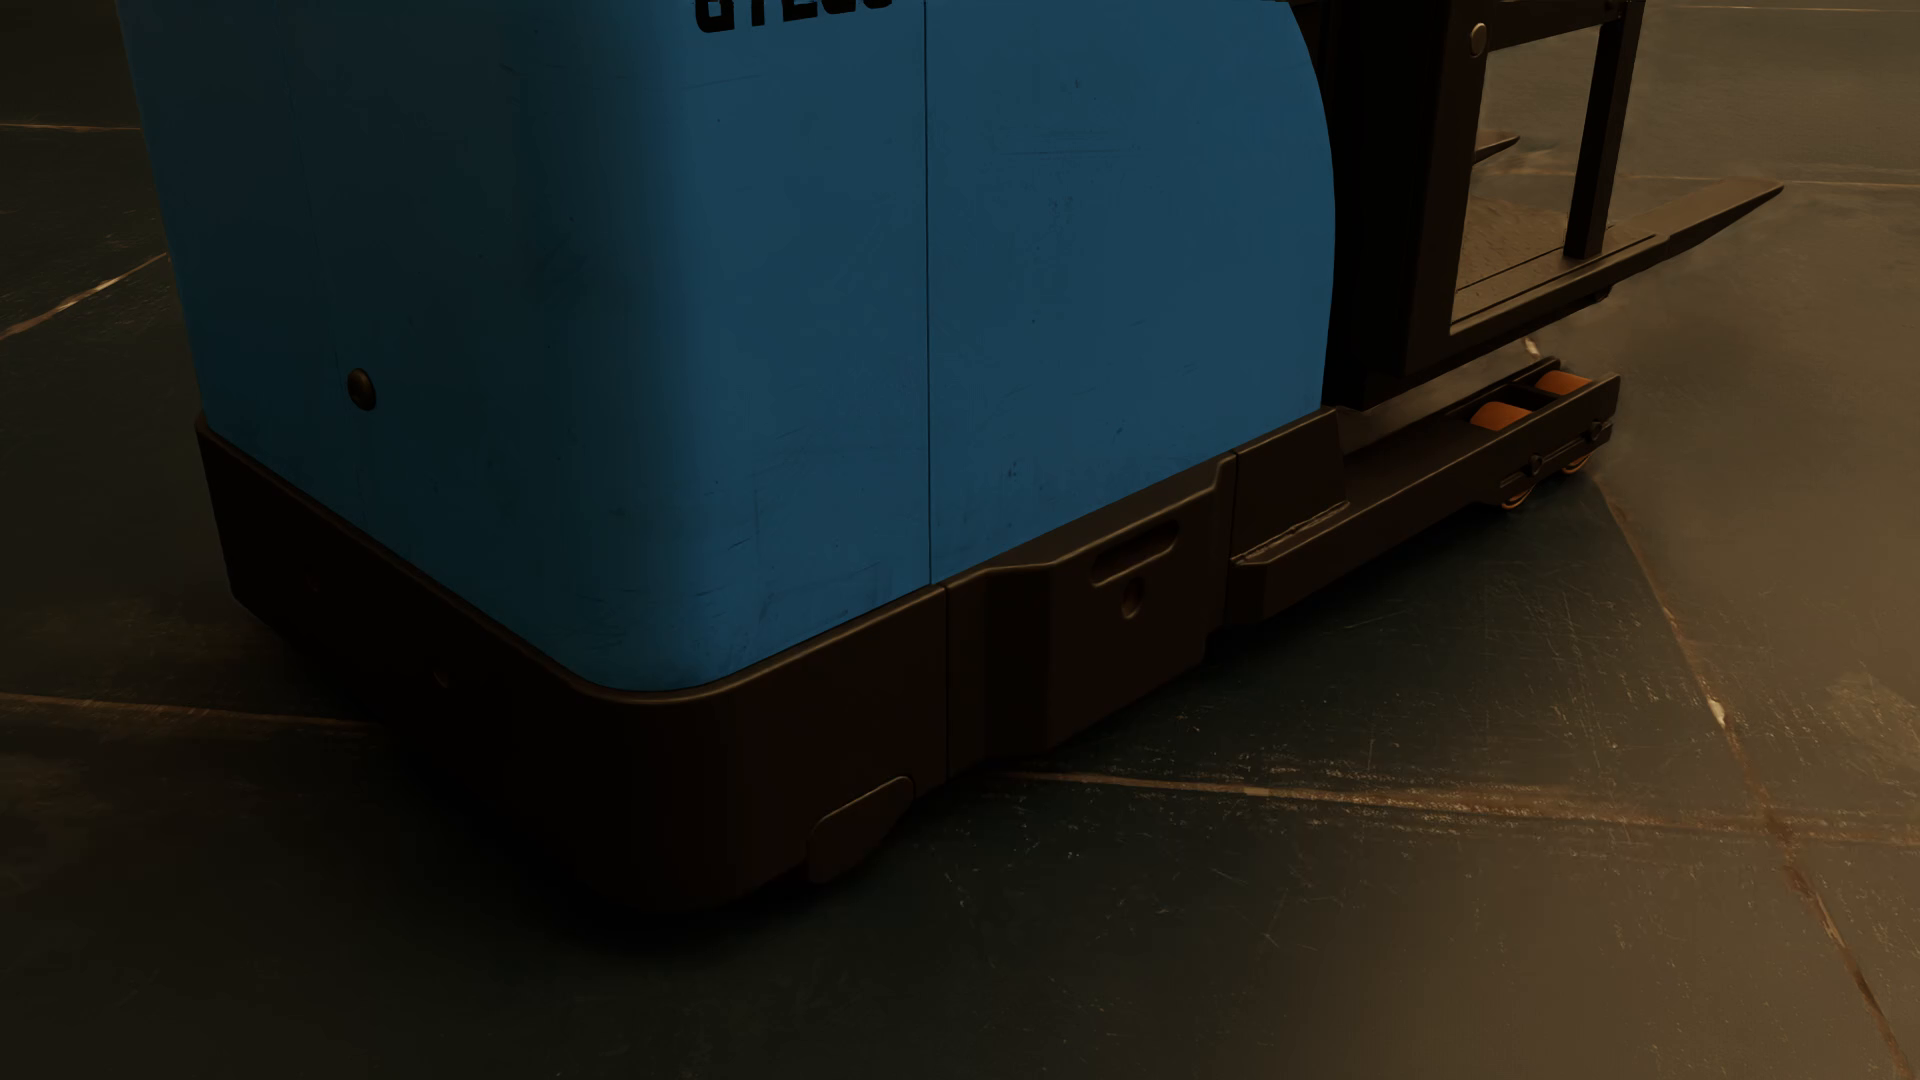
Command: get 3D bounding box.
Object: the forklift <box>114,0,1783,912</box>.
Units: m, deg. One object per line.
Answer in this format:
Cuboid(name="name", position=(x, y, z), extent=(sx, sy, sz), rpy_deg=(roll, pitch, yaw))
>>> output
Cuboid(name="forklift", position=(0.430, -1.506, 2.235), extent=(3.031, 2.935, 1.130), rpy_deg=(-24, 35, -39))
